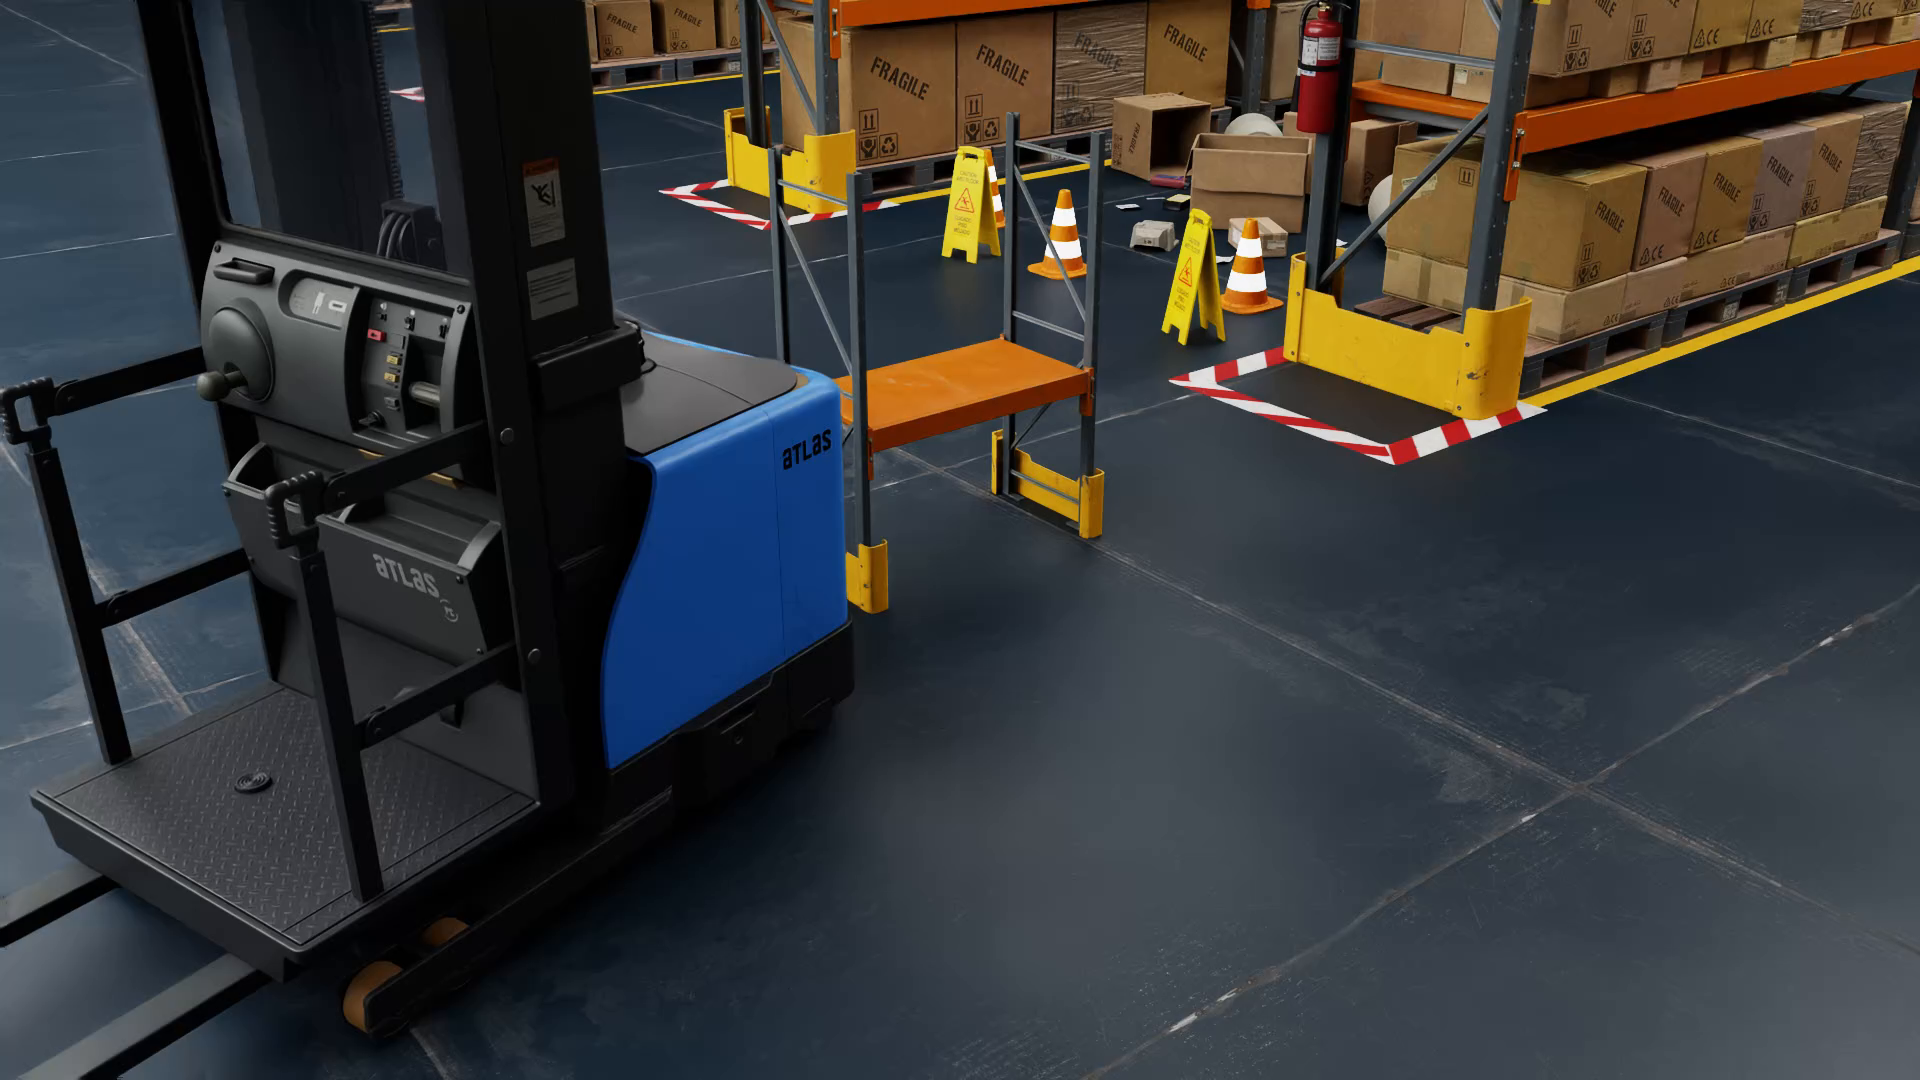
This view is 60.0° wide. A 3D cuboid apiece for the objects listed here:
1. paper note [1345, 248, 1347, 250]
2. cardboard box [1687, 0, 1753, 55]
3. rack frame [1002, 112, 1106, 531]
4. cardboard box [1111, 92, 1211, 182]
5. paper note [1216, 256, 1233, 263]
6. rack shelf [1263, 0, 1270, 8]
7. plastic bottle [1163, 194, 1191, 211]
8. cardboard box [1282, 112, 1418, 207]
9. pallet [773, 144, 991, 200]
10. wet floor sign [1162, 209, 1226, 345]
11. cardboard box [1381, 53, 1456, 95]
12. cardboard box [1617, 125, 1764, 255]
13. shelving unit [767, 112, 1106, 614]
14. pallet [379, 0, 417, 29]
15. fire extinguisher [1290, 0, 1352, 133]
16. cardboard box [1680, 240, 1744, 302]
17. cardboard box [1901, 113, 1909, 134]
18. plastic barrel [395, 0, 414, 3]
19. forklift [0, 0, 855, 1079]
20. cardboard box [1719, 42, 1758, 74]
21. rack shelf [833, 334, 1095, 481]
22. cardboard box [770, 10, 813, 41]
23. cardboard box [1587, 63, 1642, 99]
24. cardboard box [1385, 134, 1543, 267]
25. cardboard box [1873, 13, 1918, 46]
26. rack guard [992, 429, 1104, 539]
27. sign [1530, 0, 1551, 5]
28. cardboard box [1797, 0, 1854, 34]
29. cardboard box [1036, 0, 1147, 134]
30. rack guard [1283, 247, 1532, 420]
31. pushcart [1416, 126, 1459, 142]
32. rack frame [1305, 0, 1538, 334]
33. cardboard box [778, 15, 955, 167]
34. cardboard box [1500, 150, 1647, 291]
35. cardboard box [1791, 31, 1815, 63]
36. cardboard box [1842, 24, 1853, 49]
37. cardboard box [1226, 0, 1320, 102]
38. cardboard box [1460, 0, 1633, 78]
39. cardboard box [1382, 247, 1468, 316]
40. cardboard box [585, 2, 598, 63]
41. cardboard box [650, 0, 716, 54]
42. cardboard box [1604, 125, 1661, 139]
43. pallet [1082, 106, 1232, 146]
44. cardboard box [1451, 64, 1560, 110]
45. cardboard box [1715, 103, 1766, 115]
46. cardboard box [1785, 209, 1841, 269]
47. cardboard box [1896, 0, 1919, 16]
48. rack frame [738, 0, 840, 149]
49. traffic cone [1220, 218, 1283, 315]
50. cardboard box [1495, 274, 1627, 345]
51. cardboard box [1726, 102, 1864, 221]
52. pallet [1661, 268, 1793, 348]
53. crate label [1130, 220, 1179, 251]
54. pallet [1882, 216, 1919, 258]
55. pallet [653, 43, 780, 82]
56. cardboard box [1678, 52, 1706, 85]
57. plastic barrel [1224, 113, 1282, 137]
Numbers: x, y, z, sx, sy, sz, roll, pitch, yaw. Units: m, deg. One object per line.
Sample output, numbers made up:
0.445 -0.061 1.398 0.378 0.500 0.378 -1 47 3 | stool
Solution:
2.304 -1.742 9.992 0.123 0.001 0.032 -18 31 -34 | paper note
3.353 -2.580 7.774 0.500 0.500 0.500 -19 31 -35 | cardboard box
0.333 -0.790 6.171 0.032 1.500 0.500 -18 31 -34 | rack frame
1.428 -2.877 11.852 0.500 0.500 0.500 -13 28 -25 | cardboard box
1.519 -1.658 9.787 0.148 0.019 0.142 15 29 29 | paper note
3.591 -4.946 14.199 4.000 0.370 1.077 -18 31 -34 | rack shelf
1.461 -2.241 11.005 0.133 0.061 0.283 15 29 29 | plastic bottle
2.554 -2.570 11.029 0.503 0.637 0.797 -18 31 -34 | cardboard box
-0.550 -2.682 11.779 1.213 0.211 1.003 -18 31 -34 | pallet
1.193 -1.337 8.365 0.232 0.644 0.267 -8 26 -16 | wet floor sign
2.165 -2.154 7.627 0.250 0.149 0.380 -17 30 -32 | cardboard box
3.635 -1.773 8.383 0.500 0.500 0.500 -18 30 -33 | cardboard box
-0.060 -0.661 5.892 1.083 1.500 0.587 -18 31 -34 | shelving unit
-6.495 -6.004 18.935 1.213 0.211 1.003 -18 31 -34 | pallet
1.629 -2.188 7.493 0.183 0.674 0.296 -18 31 -34 | fire extinguisher
3.636 -1.437 8.551 0.500 0.250 0.500 -16 29 -31 | cardboard box
6.126 -2.463 10.616 0.625 0.372 0.950 -16 29 -31 | cardboard box
-6.303 -6.412 18.960 0.421 0.512 0.421 0 25 0 | plastic barrel
-1.571 -0.424 3.682 1.130 2.935 3.031 16 29 31 | forklift
3.654 -2.395 8.145 0.250 0.149 0.380 -19 31 -35 | cardboard box
-0.067 -0.495 5.962 1.000 0.185 0.538 -18 31 -34 | rack shelf
-1.750 -5.237 16.441 0.500 0.500 0.500 -9 26 -18 | cardboard box
2.847 -2.118 7.549 0.250 0.149 0.380 -19 31 -36 | cardboard box
2.473 -1.678 8.179 0.500 0.500 0.500 -18 30 -34 | cardboard box
4.894 -2.774 8.962 0.250 0.149 0.380 -17 30 -33 | cardboard box
0.332 -0.223 6.433 0.087 0.250 0.587 -18 31 -34 | rack guard
2.338 -2.313 6.643 0.005 0.325 0.100 -18 31 -34 | sign
4.148 -2.849 8.354 0.500 0.500 0.500 -17 30 -33 | cardboard box
0.772 -3.604 12.477 0.875 0.875 0.875 -18 30 -34 | cardboard box
2.063 -0.986 7.781 0.348 0.500 1.175 -18 31 -34 | rack guard
3.705 -2.692 11.602 1.648 0.377 0.936 15 29 29 | pushcart
2.003 -2.100 7.212 0.127 3.000 1.000 -18 31 -34 | rack frame
-0.638 -3.139 11.474 0.875 0.875 0.875 -18 30 -34 | cardboard box
2.827 -1.508 7.813 0.500 0.500 0.500 -19 31 -36 | cardboard box
4.069 -2.519 8.414 0.250 0.149 0.380 -19 31 -35 | cardboard box
4.436 -2.672 8.742 0.250 0.149 0.380 -19 31 -35 | cardboard box
2.450 -4.114 13.725 0.750 0.750 1.050 -18 31 -34 | cardboard box
2.547 -2.312 7.196 0.500 0.500 0.500 -19 31 -35 | cardboard box
2.492 -1.349 8.361 0.500 0.250 0.500 -18 31 -34 | cardboard box
-3.610 -4.596 15.061 0.500 0.500 0.500 -12 28 -25 | cardboard box
-2.657 -4.919 15.757 0.500 0.500 0.500 -15 29 -29 | cardboard box
3.283 -1.944 8.751 0.500 0.500 0.500 -19 31 -35 | cardboard box
1.370 -3.316 13.145 1.213 0.211 1.003 -18 31 -34 | pallet
2.398 -2.006 7.307 0.250 0.149 0.380 -18 30 -34 | cardboard box
4.106 -2.216 9.338 0.500 0.500 0.500 -17 30 -32 | cardboard box
4.439 -1.698 9.113 0.500 0.250 0.500 -19 31 -35 | cardboard box
4.955 -3.122 8.941 0.500 0.500 0.500 -19 31 -35 | cardboard box
-1.131 -3.714 10.689 0.127 3.000 1.000 -18 31 -34 | rack frame
1.546 -1.489 8.908 0.334 0.463 0.336 -18 31 -34 | traffic cone
2.809 -1.161 7.957 0.500 0.250 0.500 -19 31 -34 | cardboard box
4.452 -2.047 8.975 0.500 0.500 0.500 -18 30 -33 | cardboard box
3.683 -1.370 8.950 1.213 0.211 1.003 -18 31 -34 | pallet
1.173 -1.845 10.063 0.250 0.136 0.298 10 27 20 | crate label
5.763 -2.077 10.475 1.213 0.211 1.003 -18 31 -34 | pallet
-2.432 -4.652 16.024 1.213 0.211 1.003 -18 31 -34 | pallet
3.258 -2.247 7.827 0.250 0.149 0.380 -17 30 -33 | cardboard box
2.071 -2.781 11.740 0.421 0.421 0.512 1 25 2 | plastic barrel
